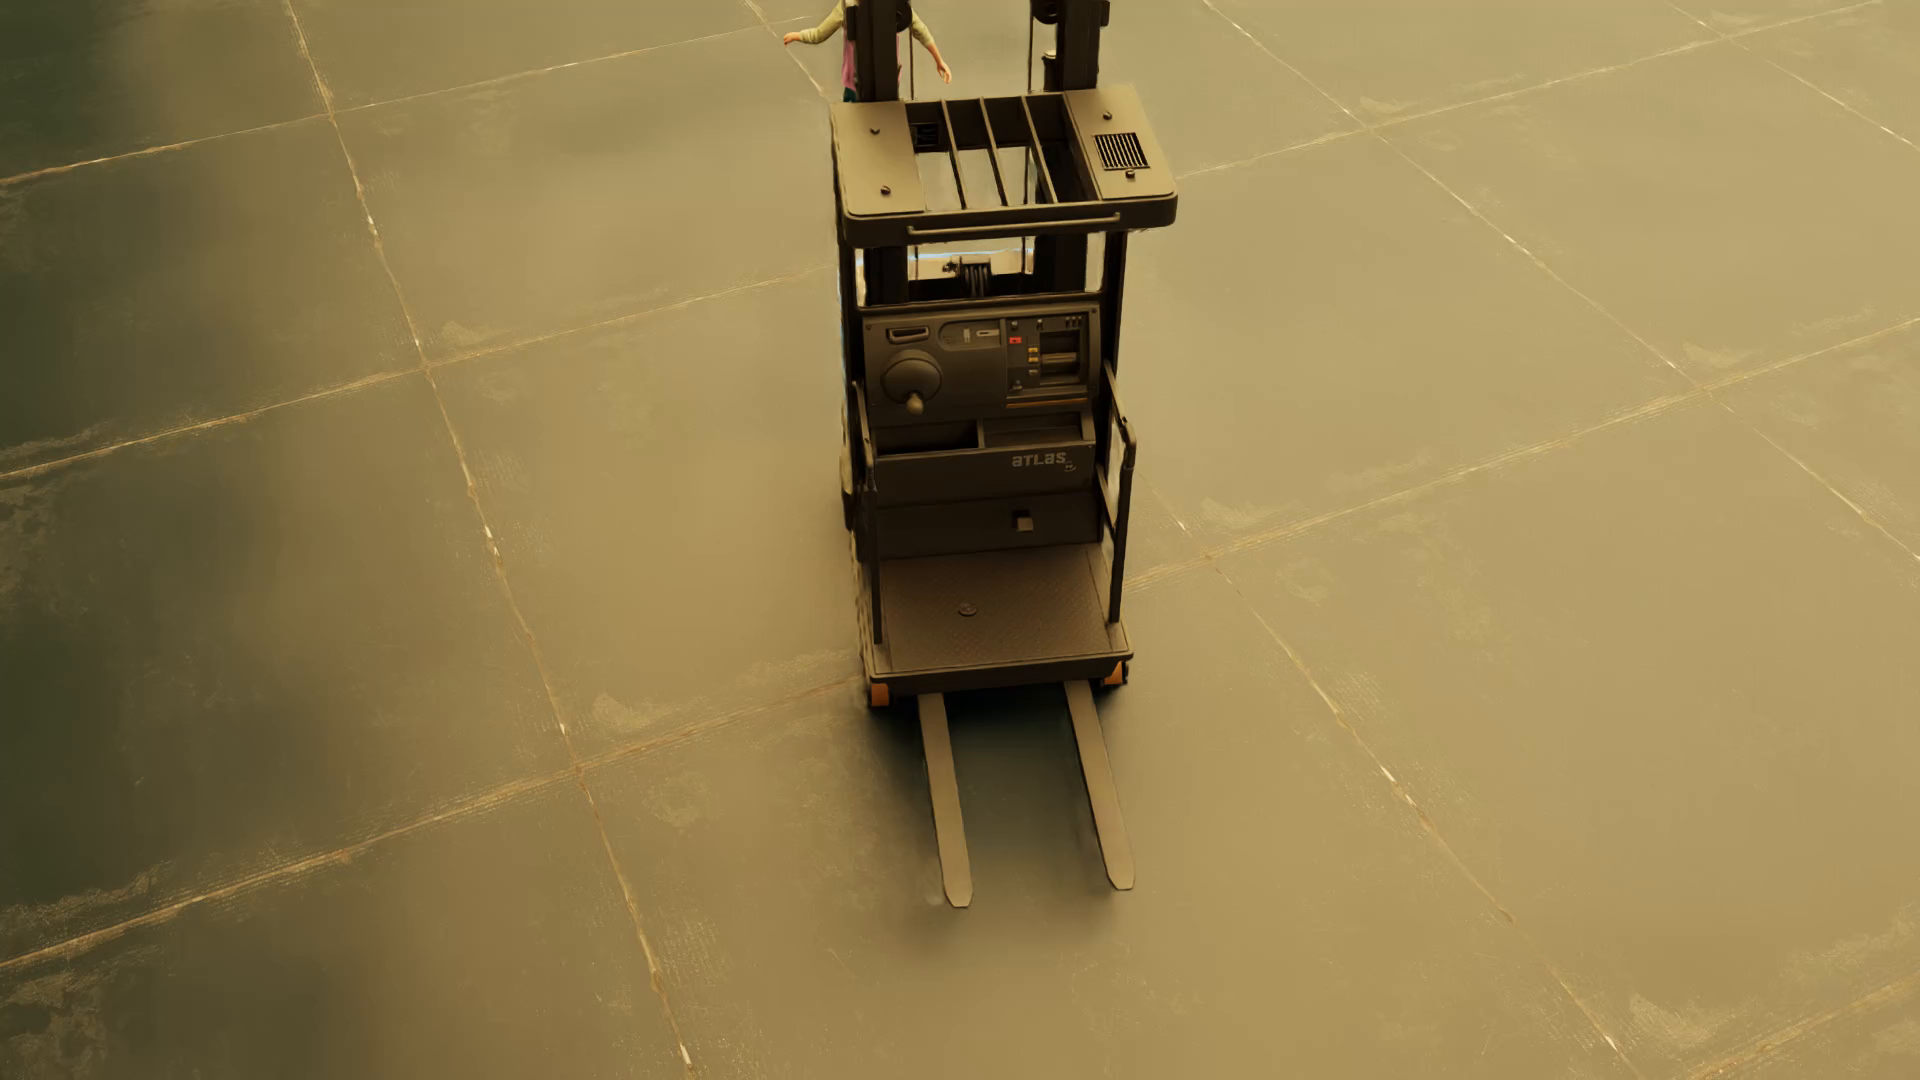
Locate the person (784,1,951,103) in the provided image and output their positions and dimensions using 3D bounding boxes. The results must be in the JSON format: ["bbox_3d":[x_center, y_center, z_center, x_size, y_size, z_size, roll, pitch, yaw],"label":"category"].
[{"bbox_3d":[-0.499,-2.654,9.538,0.822,1.573,0.708,-21,47,-21],"label":"person"}]

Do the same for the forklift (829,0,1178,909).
[{"bbox_3d":[0.117,-0.620,6.344,1.130,2.935,3.031,-5,43,-5],"label":"forklift"}]
